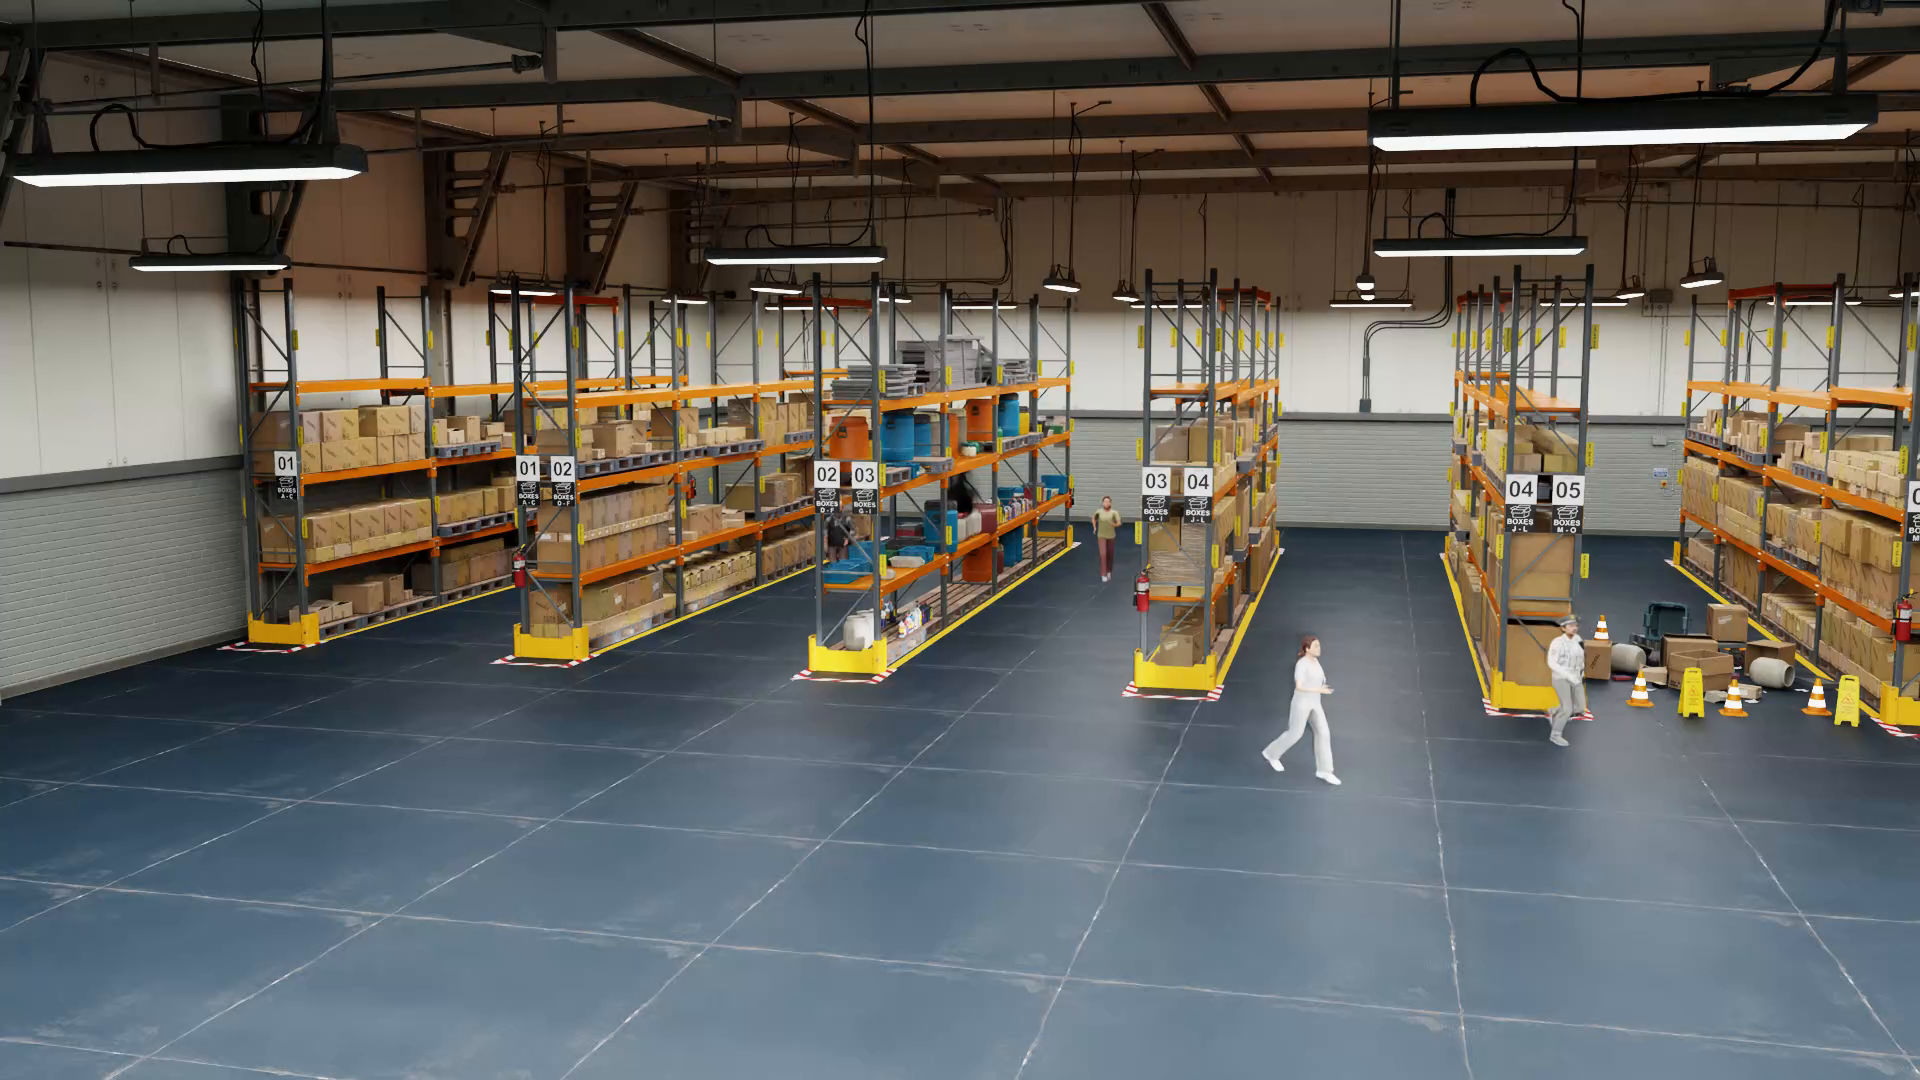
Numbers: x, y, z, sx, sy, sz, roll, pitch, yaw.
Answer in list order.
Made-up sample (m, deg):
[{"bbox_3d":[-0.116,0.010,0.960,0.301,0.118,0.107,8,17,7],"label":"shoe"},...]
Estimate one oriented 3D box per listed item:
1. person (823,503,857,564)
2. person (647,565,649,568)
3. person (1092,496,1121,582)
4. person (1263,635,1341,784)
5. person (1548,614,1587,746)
[{"bbox_3d":[-2.291,0.137,31.257,0.656,1.694,0.561,1,7,10],"label":"person"},{"bbox_3d":[-6.418,0.149,33.159,0.662,1.792,1.049,1,7,8],"label":"person"},{"bbox_3d":[2.901,-0.024,32.909,0.577,1.690,0.928,0,7,2],"label":"person"},{"bbox_3d":[3.909,1.897,18.953,0.970,1.670,0.535,7,9,44],"label":"person"},{"bbox_3d":[7.545,1.727,20.614,0.635,1.661,0.573,-3,7,-23],"label":"person"}]
